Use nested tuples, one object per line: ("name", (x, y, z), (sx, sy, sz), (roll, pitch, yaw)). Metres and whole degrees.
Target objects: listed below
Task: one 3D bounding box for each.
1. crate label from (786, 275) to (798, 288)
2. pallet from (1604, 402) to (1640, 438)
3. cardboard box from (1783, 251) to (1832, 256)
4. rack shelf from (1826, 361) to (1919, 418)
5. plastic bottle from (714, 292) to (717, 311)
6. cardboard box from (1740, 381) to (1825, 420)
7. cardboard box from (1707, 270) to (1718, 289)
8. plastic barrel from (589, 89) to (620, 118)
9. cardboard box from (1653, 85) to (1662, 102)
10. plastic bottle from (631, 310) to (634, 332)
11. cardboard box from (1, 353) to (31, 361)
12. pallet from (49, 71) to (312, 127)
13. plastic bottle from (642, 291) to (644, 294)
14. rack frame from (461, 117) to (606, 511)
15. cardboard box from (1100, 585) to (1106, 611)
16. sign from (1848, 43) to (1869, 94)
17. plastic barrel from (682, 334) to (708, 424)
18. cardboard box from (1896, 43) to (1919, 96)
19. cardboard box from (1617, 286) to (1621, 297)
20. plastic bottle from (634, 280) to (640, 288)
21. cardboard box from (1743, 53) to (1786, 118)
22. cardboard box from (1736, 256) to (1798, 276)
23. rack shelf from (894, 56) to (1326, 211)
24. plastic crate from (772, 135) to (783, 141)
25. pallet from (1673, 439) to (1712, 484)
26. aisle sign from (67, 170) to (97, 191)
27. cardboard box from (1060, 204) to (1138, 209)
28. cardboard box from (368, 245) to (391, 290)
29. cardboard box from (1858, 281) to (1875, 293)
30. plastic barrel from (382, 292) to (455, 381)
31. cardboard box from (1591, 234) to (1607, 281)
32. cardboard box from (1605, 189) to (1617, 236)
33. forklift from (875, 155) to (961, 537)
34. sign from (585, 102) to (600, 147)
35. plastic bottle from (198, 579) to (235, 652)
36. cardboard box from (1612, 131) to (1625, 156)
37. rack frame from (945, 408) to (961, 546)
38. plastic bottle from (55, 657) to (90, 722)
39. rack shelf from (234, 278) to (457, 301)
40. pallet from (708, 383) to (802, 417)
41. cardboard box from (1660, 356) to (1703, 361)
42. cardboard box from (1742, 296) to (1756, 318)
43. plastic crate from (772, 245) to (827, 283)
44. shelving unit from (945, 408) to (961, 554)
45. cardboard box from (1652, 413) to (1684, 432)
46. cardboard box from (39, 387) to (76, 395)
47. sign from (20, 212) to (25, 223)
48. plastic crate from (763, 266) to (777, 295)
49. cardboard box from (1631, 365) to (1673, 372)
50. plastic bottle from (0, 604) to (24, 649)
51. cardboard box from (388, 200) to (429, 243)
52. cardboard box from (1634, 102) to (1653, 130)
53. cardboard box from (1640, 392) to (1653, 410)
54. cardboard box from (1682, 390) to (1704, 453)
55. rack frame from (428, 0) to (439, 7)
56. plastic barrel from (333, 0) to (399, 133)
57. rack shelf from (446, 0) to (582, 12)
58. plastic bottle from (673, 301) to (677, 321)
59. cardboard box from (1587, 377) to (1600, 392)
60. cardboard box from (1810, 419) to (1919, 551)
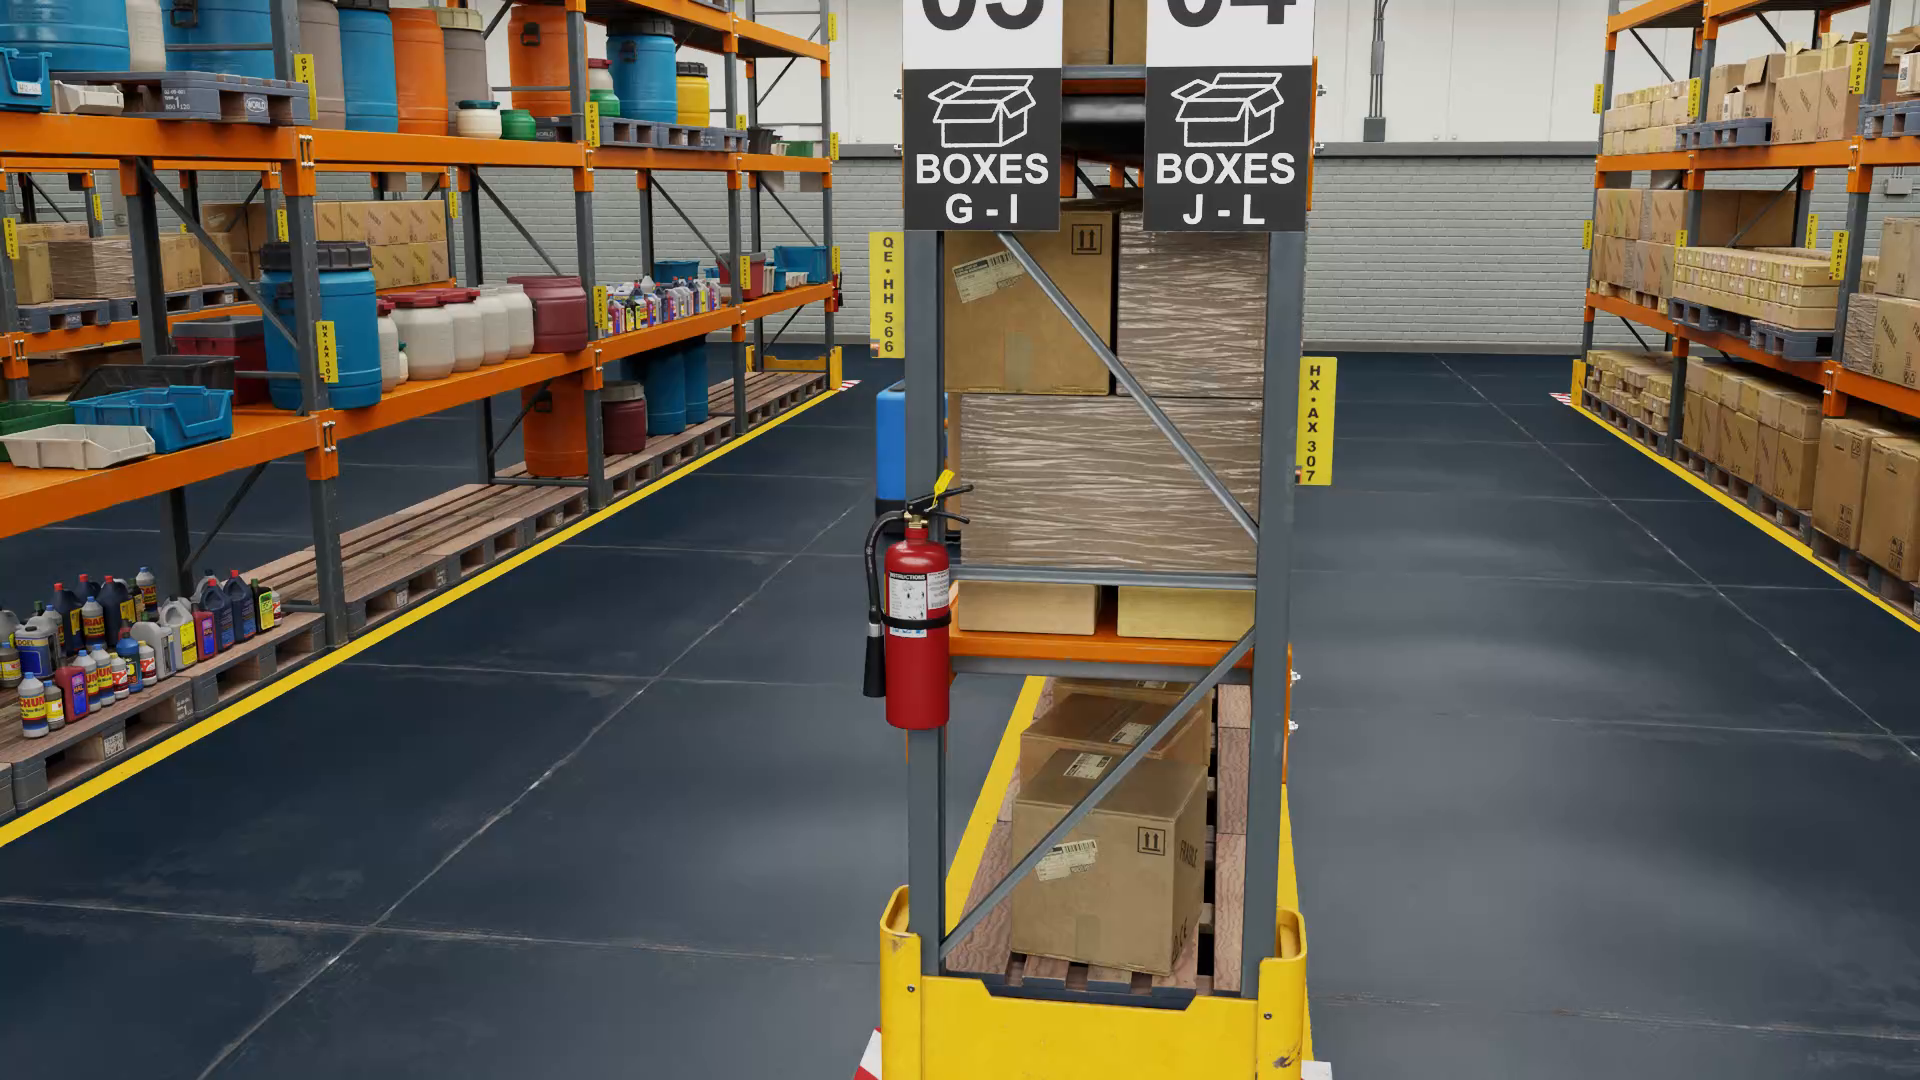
("crate label", (-2.097, -2.992, 19.242), (0.396, 0.136, 0.243), (2, 12, 9))
("pallet", (7.345, -1.244, 17.264), (1.003, 0.211, 1.213), (2, 12, 9))
("cardboard box", (7.100, -2.330, 13.874), (0.380, 0.149, 0.250), (2, 12, 8))
("rack shelf", (6.168, -0.611, 9.414), (1.077, 0.370, 4.000), (2, 12, 9))
("plastic bottle", (-2.420, -2.339, 16.198), (0.097, 0.201, 0.097), (0, 12, 0))
("cardboard box", (6.483, -1.090, 13.089), (0.500, 0.250, 0.500), (2, 12, 10))
("cardboard box", (6.420, -2.154, 13.762), (0.380, 0.149, 0.250), (2, 12, 11))
("plastic barrel", (-2.913, -3.530, 13.503), (0.294, 0.245, 0.294), (0, 12, 0))
("cardboard box", (7.042, -4.388, 16.336), (0.380, 0.149, 0.250), (2, 12, 8))
("plastic bottle", (-2.781, -1.851, 13.932), (0.097, 0.201, 0.097), (0, 12, 0))
("cardboard box", (-12.025, -2.333, 20.634), (0.700, 0.500, 0.500), (1, 12, 7))
("pallet", (-3.933, -2.109, 7.987), (1.213, 0.211, 1.003), (2, 12, 9))
("plastic bottle", (-3.066, -2.296, 15.999), (0.097, 0.201, 0.097), (0, 12, 0))
("rack frame", (-3.304, -1.721, 12.858), (1.000, 3.000, 0.127), (2, 12, 9))
("cardboard box", (0.239, 0.110, 4.960), (0.380, 0.149, 0.250), (2, 12, 9))
("sign", (5.940, -3.116, 10.983), (0.100, 0.325, 0.005), (2, 12, 9))
("plastic barrel", (-2.789, -1.620, 16.376), (0.600, 0.901, 0.708), (2, 12, 9))
("cardboard box", (6.147, -2.912, 10.243), (0.500, 0.311, 0.500), (2, 12, 9))
("cardboard box", (7.336, -2.697, 17.986), (0.380, 0.149, 0.250), (2, 12, 11))
("plastic bottle", (-3.187, -2.406, 16.315), (0.061, 0.283, 0.133), (2, 12, 9))
("cardboard box", (6.724, -3.616, 13.291), (0.797, 0.503, 0.637), (2, 12, 8))
("cardboard box", (6.299, -2.138, 12.981), (0.380, 0.149, 0.250), (2, 12, 11))
("rack shelf", (0.668, -1.426, 6.078), (1.077, 0.370, 4.000), (2, 12, 9))
("plastic crate", (-2.408, -4.718, 19.954), (0.497, 0.269, 0.590), (2, 12, 9))
("pallet", (6.973, -0.686, 14.676), (1.003, 0.211, 1.213), (2, 12, 9))
("aisle sign", (-11.555, -4.983, 21.826), (0.394, 0.787, 0.004), (2, 12, 9))
("cardboard box", (0.351, -0.909, 5.774), (0.500, 0.500, 0.500), (2, 12, 9))
("cardboard box", (-7.003, -3.178, 19.381), (0.500, 0.500, 0.500), (2, 12, 8))
("cardboard box", (6.826, -1.813, 12.179), (0.380, 0.149, 0.250), (1, 12, 7))
("plastic barrel", (-3.442, -1.299, 10.580), (0.433, 0.535, 0.433), (0, 12, 0))
("cardboard box", (7.364, -3.154, 18.564), (0.500, 0.500, 0.500), (2, 12, 11))
("cardboard box", (7.304, -3.537, 17.969), (0.500, 0.500, 0.500), (2, 12, 10))
("forklift", (0.144, -1.712, 12.980), (1.130, 2.935, 3.031), (2, 12, 9))
("sign", (-2.759, -3.120, 12.477), (0.100, 0.325, 0.005), (2, 12, 9))
("plastic bottle", (-3.763, 0.375, 8.377), (0.144, 0.351, 0.185), (1, 12, 6))
("cardboard box", (7.299, -4.242, 17.794), (0.500, 0.250, 0.500), (2, 12, 10))
("rack frame", (-0.033, -0.473, 11.694), (0.200, 1.050, 0.008), (2, 12, 9))
("plastic bottle", (-3.894, 0.643, 7.291), (0.061, 0.283, 0.133), (2, 12, 10))
("rack shelf", (-7.275, -2.779, 19.478), (1.077, 0.370, 4.000), (2, 12, 9))
("pallet", (-2.428, -1.599, 18.914), (1.003, 0.211, 1.213), (2, 12, 9))
("cardboard box", (7.866, -1.920, 18.138), (0.380, 0.149, 0.250), (2, 12, 7))
("cardboard box", (6.258, -1.792, 12.787), (0.380, 0.149, 0.250), (1, 12, 6))
("plastic crate", (-1.940, -3.357, 20.224), (0.616, 0.435, 0.499), (2, 12, 9))
("shelving unit", (-0.054, -0.447, 11.577), (0.215, 1.050, 0.252), (2, 12, 9))
("cardboard box", (6.815, -1.116, 15.820), (0.380, 0.149, 0.250), (2, 12, 9))
("cardboard box", (-7.770, -1.070, 14.727), (0.500, 0.500, 0.500), (1, 12, 7))
("sign", (-12.410, -4.188, 22.065), (0.100, 0.325, 0.005), (2, 12, 9))
("plastic crate", (-2.271, -2.837, 18.175), (0.437, 0.282, 0.530), (2, 12, 9))
("cardboard box", (7.163, -1.718, 17.205), (0.380, 0.149, 0.250), (2, 12, 9))
("plastic bottle", (-4.547, 0.474, 7.917), (0.144, 0.351, 0.185), (2, 12, 8))
("cardboard box", (-6.841, -3.878, 20.259), (0.500, 0.500, 0.500), (2, 12, 10))
("cardboard box", (7.137, -4.280, 16.781), (0.500, 0.250, 0.500), (1, 12, 7))
("cardboard box", (6.879, -1.357, 16.236), (0.380, 0.149, 0.250), (1, 12, 7))
("cardboard box", (6.715, -1.049, 14.679), (0.500, 0.500, 0.500), (2, 12, 11))
("rack frame", (-6.967, -6.480, 20.702), (1.000, 3.000, 0.127), (2, 12, 9))
("plastic barrel", (-3.854, -2.985, 10.413), (0.600, 0.901, 0.708), (2, 12, 9))
("rack shelf", (-3.611, -3.690, 10.412), (1.077, 0.370, 4.000), (2, 12, 9))
("plastic bottle", (-2.610, -2.082, 15.004), (0.097, 0.201, 0.097), (0, 12, 0))
("cardboard box", (7.309, -1.757, 18.796), (0.380, 0.149, 0.250), (2, 12, 10))
("cardboard box", (6.293, -0.360, 10.889), (1.050, 0.750, 0.750), (2, 12, 8))
